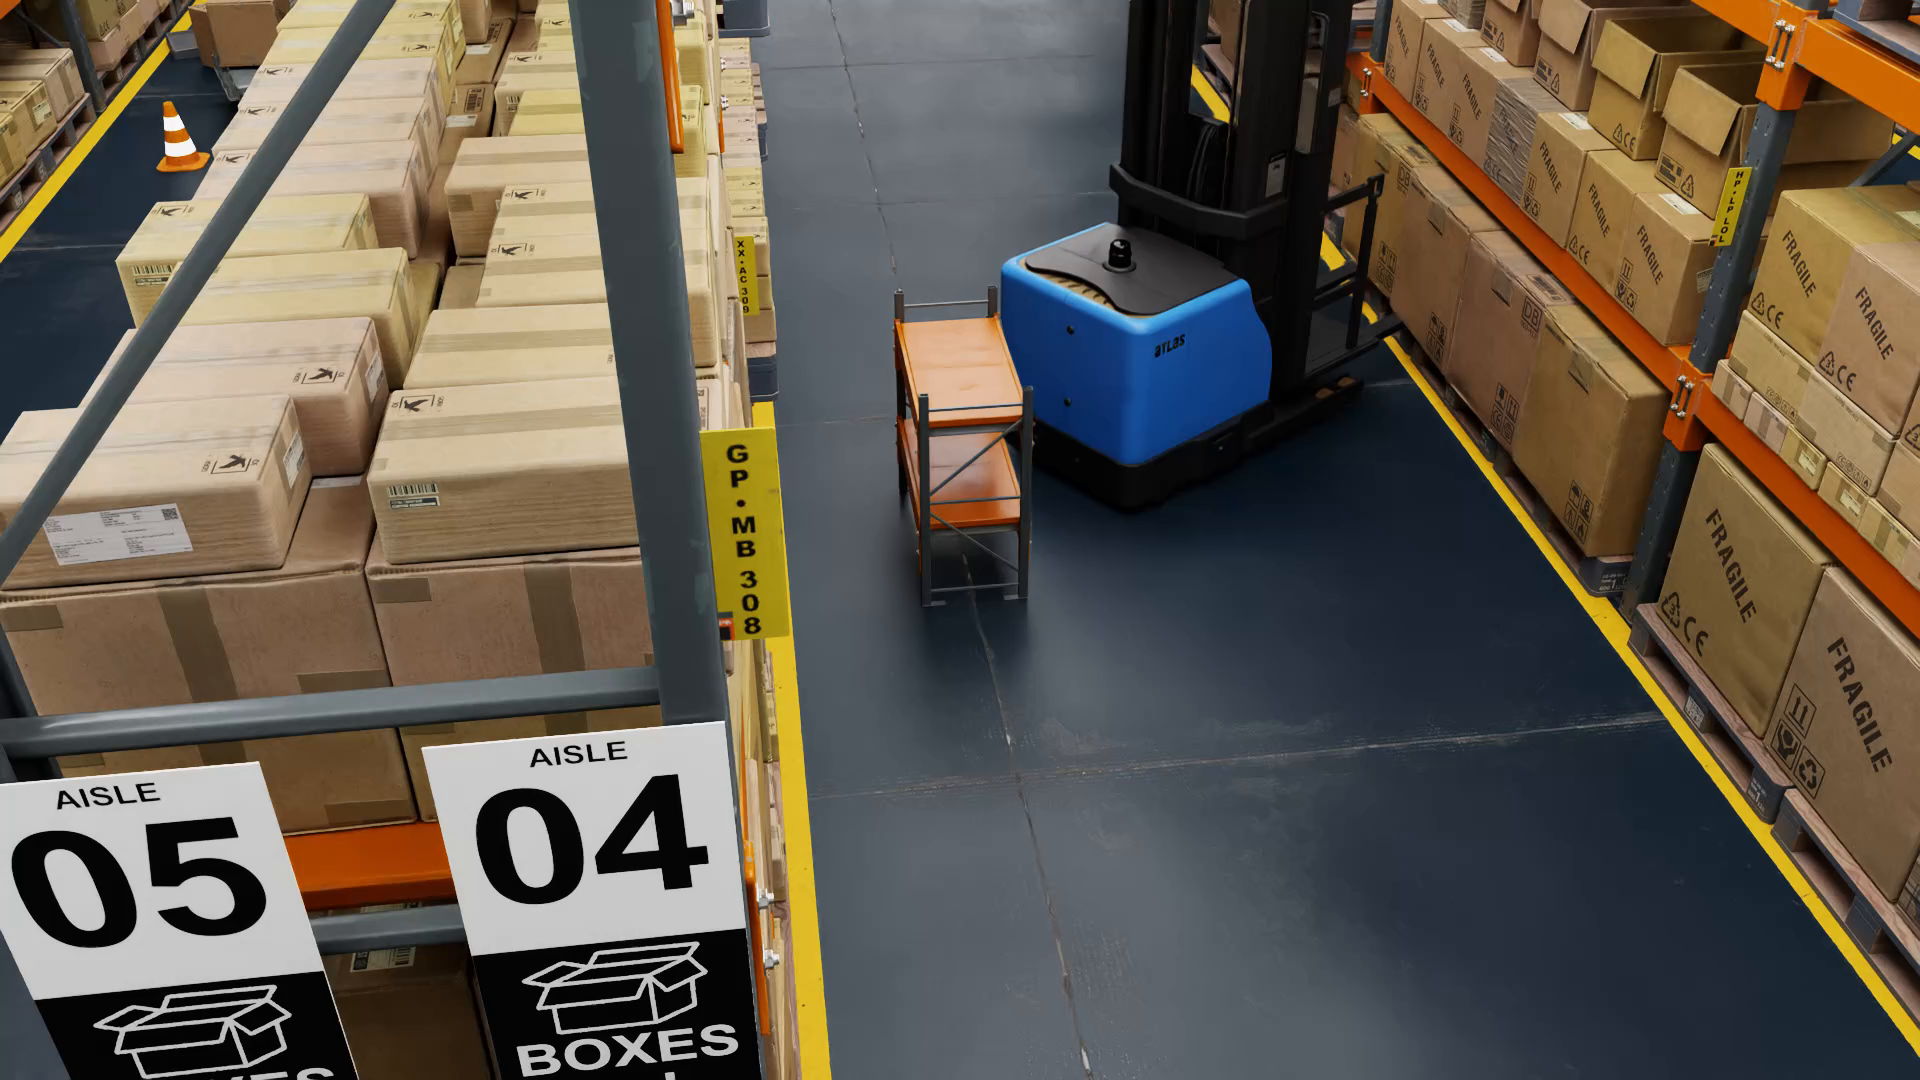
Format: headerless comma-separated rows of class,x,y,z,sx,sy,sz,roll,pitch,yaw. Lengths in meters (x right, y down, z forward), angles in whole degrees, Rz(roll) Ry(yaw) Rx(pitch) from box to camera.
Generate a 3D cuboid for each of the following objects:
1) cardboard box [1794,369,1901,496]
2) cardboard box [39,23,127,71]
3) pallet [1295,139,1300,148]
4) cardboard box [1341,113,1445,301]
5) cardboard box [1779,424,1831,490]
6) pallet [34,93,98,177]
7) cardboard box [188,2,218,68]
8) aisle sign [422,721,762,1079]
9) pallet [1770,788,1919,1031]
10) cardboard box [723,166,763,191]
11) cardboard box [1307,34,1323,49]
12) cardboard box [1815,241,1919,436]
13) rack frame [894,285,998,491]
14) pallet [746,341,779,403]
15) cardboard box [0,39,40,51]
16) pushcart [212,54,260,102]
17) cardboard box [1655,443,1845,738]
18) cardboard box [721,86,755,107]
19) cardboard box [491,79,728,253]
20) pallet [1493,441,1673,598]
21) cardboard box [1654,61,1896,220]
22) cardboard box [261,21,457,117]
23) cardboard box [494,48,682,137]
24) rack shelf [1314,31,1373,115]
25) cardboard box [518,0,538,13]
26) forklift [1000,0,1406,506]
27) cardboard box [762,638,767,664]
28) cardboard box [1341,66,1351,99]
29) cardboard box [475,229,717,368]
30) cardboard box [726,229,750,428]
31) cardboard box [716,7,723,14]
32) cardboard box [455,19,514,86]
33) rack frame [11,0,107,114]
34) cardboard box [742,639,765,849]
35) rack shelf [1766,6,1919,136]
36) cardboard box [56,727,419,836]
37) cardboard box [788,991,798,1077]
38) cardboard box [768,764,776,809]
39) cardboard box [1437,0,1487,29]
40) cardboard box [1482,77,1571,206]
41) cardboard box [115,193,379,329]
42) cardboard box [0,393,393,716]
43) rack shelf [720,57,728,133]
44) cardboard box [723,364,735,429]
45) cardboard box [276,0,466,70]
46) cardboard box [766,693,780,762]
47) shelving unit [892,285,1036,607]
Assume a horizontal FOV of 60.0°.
cardboard box,3.439,-0.413,6.061,0.500,0.250,0.500,-5,35,-7
cardboard box,-7.134,-4.012,13.543,0.500,0.250,0.500,-6,35,-9
pallet,2.771,-3.107,12.622,1.003,0.211,1.213,-4,35,-6
cardboard box,3.108,-2.053,10.112,1.225,0.875,0.875,-6,35,-9
cardboard box,3.355,-0.324,6.285,0.380,0.149,0.250,-3,34,-5
pallet,-7.216,-3.039,12.522,1.003,0.211,1.213,-4,35,-6
cardboard box,-6.118,-4.294,14.106,0.500,0.500,0.500,20,39,26
aisle sign,-0.510,0.583,2.422,0.394,0.787,0.004,-4,35,-6
pallet,3.766,1.353,6.077,1.003,0.211,1.213,-4,35,-6
cardboard box,-1.027,-1.461,7.052,0.380,0.149,0.250,-4,34,-6
cardboard box,2.680,-3.601,12.699,0.700,0.500,0.500,-7,35,-10
cardboard box,3.443,-0.721,5.847,0.500,0.500,0.500,-4,35,-6
rack frame,-0.067,-0.745,8.344,0.500,1.125,0.032,-4,35,-6
pallet,-1.313,-0.951,7.152,1.003,0.211,1.213,-4,35,-6
cardboard box,-7.668,-3.972,13.484,0.500,0.250,0.500,-3,34,-4
pushcart,-5.070,-3.742,13.406,1.648,0.377,0.936,-16,38,-23
cardboard box,3.583,0.167,6.855,0.875,0.875,0.875,-4,35,-6
cardboard box,-1.167,-2.034,7.893,0.380,0.149,0.250,-3,34,-5
cardboard box,-0.815,-0.865,3.882,0.500,0.250,0.500,-6,35,-8
pallet,3.395,-0.184,8.333,1.003,0.211,1.213,-4,35,-6
cardboard box,3.480,-1.723,7.136,0.797,0.503,0.637,-5,35,-8
cardboard box,-1.378,-1.079,3.841,0.380,0.149,0.250,-5,35,-8
cardboard box,-0.814,-0.976,3.690,0.380,0.149,0.250,-3,34,-5
rack shelf,2.767,-3.963,12.040,1.077,0.370,4.000,-4,35,-6
cardboard box,-1.003,-1.552,4.536,0.380,0.149,0.250,-3,34,-5
forklift,1.628,-2.082,8.703,3.031,2.935,1.130,-27,42,-33
cardboard box,-0.876,0.059,5.146,0.500,0.500,0.500,-5,35,-7
cardboard box,2.834,-3.269,11.547,0.500,0.250,0.500,-1,34,-1
cardboard box,-0.615,-0.408,2.856,0.380,0.149,0.250,-4,35,-6
cardboard box,-0.949,-0.640,5.285,0.500,0.500,0.500,-5,35,-8
cardboard box,-1.341,-2.761,8.960,0.380,0.149,0.250,-5,35,-7
cardboard box,-1.412,-1.130,4.270,0.500,0.250,0.500,-4,34,-6
rack frame,-7.322,-4.625,12.374,1.000,3.000,0.127,-4,35,-6
cardboard box,-0.688,0.511,3.596,0.500,0.500,0.500,-3,34,-5
rack shelf,3.843,-0.738,4.644,1.077,0.370,4.000,-4,35,-6
cardboard box,-1.140,0.228,2.721,0.500,0.250,0.500,-5,35,-7
cardboard box,-0.728,1.618,5.371,0.380,0.149,0.250,-6,35,-9
cardboard box,-0.849,0.918,5.870,0.380,0.149,0.250,-6,35,-9
cardboard box,3.118,-3.190,9.288,0.797,0.503,0.637,-3,34,-5
cardboard box,3.041,-2.041,8.492,0.500,0.500,0.500,-4,35,-6
cardboard box,-1.267,-0.500,2.992,0.380,0.149,0.250,-4,34,-6
cardboard box,-1.131,0.018,2.586,0.500,0.250,0.500,-5,35,-8
rack shelf,-1.624,-2.651,7.451,1.077,0.370,4.000,-4,35,-6
cardboard box,-0.690,-0.102,3.206,0.500,0.250,0.500,-3,34,-5
cardboard box,-1.427,-1.224,4.053,0.380,0.149,0.250,-3,34,-4
cardboard box,-0.895,0.739,6.396,0.380,0.149,0.250,-6,35,-8
shelving unit,0.001,-0.461,7.928,0.538,1.125,1.048,-4,35,-6
